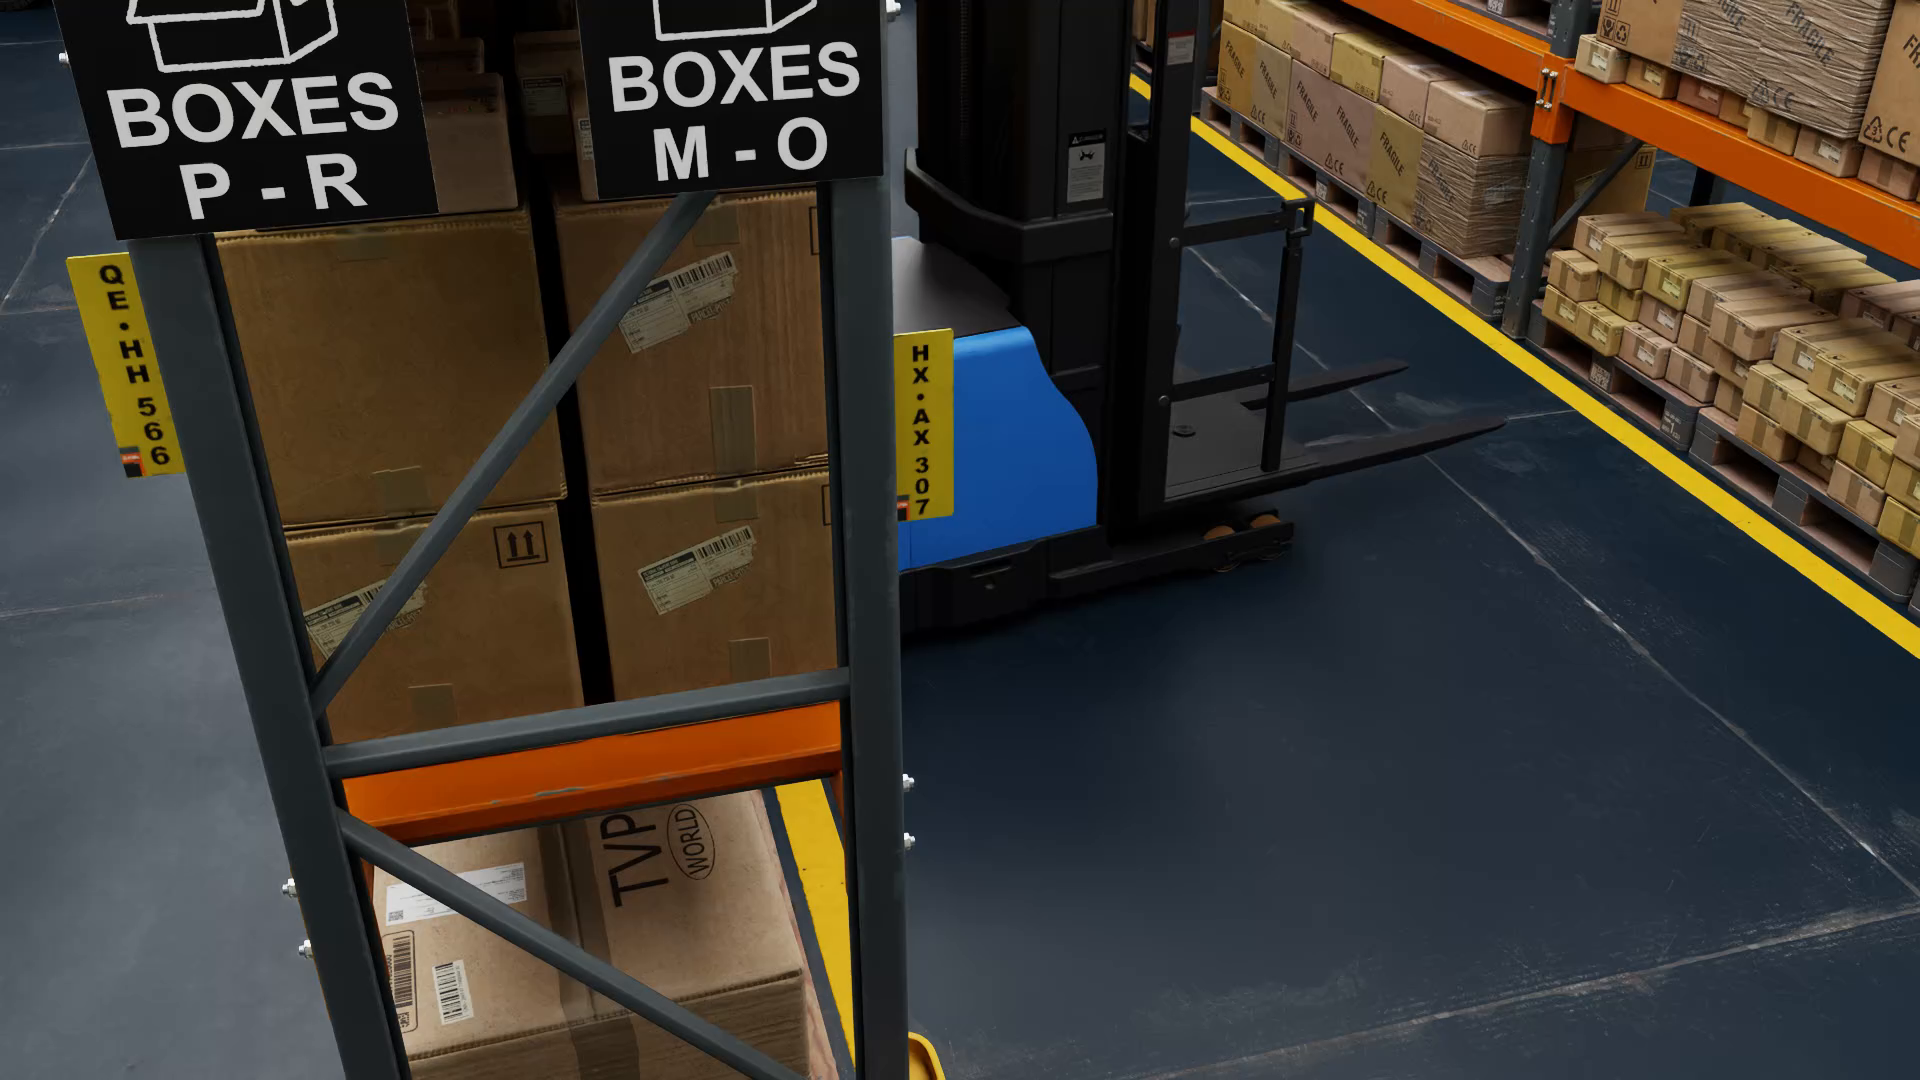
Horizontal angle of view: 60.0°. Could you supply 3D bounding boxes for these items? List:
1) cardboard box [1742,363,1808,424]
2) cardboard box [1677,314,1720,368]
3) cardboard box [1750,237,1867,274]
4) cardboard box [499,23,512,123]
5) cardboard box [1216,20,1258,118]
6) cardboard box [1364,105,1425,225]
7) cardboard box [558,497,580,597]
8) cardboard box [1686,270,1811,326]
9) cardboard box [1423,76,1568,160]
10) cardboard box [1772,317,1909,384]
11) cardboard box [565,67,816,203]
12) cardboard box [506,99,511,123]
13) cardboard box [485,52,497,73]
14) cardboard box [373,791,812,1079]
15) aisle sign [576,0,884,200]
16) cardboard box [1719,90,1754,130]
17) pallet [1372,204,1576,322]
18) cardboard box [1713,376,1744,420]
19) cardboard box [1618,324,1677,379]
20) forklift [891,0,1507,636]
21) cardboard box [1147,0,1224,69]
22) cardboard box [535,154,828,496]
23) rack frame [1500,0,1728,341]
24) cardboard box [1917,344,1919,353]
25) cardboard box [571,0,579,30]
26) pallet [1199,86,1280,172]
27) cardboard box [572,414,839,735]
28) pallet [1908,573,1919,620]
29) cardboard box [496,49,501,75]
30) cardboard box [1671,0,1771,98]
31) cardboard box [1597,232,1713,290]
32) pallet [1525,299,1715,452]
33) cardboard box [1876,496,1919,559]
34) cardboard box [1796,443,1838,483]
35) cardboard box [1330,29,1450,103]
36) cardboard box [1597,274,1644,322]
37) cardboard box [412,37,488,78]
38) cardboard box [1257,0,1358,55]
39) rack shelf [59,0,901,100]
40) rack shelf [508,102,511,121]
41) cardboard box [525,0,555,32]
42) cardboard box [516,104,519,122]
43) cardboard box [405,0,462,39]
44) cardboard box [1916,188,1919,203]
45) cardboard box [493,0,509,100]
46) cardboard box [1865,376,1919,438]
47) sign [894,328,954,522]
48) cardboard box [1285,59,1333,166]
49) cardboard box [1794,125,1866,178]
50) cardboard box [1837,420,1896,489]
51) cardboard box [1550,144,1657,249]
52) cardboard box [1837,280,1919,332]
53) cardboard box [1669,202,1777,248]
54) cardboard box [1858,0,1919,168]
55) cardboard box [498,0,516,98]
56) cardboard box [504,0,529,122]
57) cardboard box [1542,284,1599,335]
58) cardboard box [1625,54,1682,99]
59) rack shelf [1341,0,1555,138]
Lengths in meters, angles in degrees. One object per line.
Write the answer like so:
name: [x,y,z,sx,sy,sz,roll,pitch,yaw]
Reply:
cardboard box: [3.254,-0.574,6.377,0.380,0.149,0.250,-8,31,-14]
cardboard box: [3.198,-0.840,6.837,0.380,0.149,0.250,-9,31,-16]
cardboard box: [3.613,-1.166,7.103,0.380,0.149,0.250,-8,31,-14]
cardboard box: [-1.288,-1.481,5.715,0.500,0.500,0.500,-8,31,-13]
cardboard box: [1.968,-2.991,10.500,0.500,0.500,0.500,-9,31,-15]
cardboard box: [2.513,-2.007,8.799,0.500,0.500,0.500,-9,31,-14]
cardboard box: [-1.098,-0.182,3.470,0.500,0.500,0.500,-8,31,-14]
cardboard box: [3.202,-0.967,6.759,0.380,0.149,0.250,-9,31,-15]
cardboard box: [2.647,-2.086,8.187,0.500,0.250,0.500,-9,31,-15]
cardboard box: [3.342,-0.713,6.320,0.380,0.149,0.250,-9,31,-15]
cardboard box: [-0.423,-0.661,2.653,0.380,0.149,0.250,-7,31,-12]
cardboard box: [-2.020,-1.746,6.423,0.500,0.250,0.500,-9,31,-14]
cardboard box: [-1.120,-0.622,3.232,0.500,0.500,0.500,-8,31,-13]
cardboard box: [-0.867,0.925,3.795,0.875,0.438,0.875,-9,31,-15]
aisle sign: [-0.297,-0.825,2.086,0.394,0.787,0.004,-8,31,-13]
cardboard box: [3.176,-1.677,6.404,0.380,0.149,0.250,-9,31,-15]
pallet: [2.880,-1.504,8.638,1.003,0.211,1.213,-8,31,-13]
cardboard box: [3.282,-0.582,6.687,0.380,0.149,0.250,-9,31,-15]
cardboard box: [3.062,-0.823,7.104,0.380,0.149,0.250,-8,31,-14]
forklift: [0.665,-1.377,5.704,3.031,2.935,1.130,-13,33,-21]
cardboard box: [1.952,-3.781,11.615,1.050,0.750,0.750,-8,31,-14]
cardboard box: [-0.449,-0.442,2.921,0.500,0.500,0.500,-9,31,-14]
rack frame: [3.088,-2.335,7.290,1.000,3.000,0.127,-8,31,-13]
cardboard box: [3.811,-0.648,6.209,0.380,0.149,0.250,-8,31,-13]
cardboard box: [-0.520,-0.919,3.098,0.380,0.149,0.250,-7,31,-12]
pallet: [2.233,-2.683,10.674,1.003,0.211,1.213,-8,31,-13]
cardboard box: [-0.446,-0.009,3.172,0.500,0.500,0.500,-8,31,-14]
pallet: [3.948,0.370,5.400,1.003,0.211,1.213,-8,31,-13]
cardboard box: [-1.380,-1.104,4.066,0.500,0.500,0.500,-8,31,-14]
cardboard box: [3.115,-1.996,6.308,0.500,0.500,0.500,-8,31,-13]
cardboard box: [2.996,-1.206,7.171,0.380,0.149,0.250,-6,31,-11]
pallet: [3.301,-0.809,7.436,1.003,0.211,1.213,-8,31,-13]
cardboard box: [3.450,-0.060,5.786,0.380,0.149,0.250,-9,31,-15]
cardboard box: [3.402,-0.327,6.246,0.380,0.149,0.250,-7,31,-12]
cardboard box: [2.369,-2.589,9.056,0.500,0.250,0.500,-9,31,-15]
cardboard box: [3.030,-1.084,7.258,0.380,0.149,0.250,-8,31,-13]
cardboard box: [-0.975,-0.719,2.753,0.380,0.149,0.250,-7,31,-12]
cardboard box: [2.111,-3.081,9.907,0.500,0.250,0.500,-8,31,-14]
rack shelf: [-1.127,-1.649,3.828,1.077,0.370,4.000,-8,31,-13]
rack shelf: [-2.188,-2.283,7.918,1.077,0.370,4.000,-8,31,-13]
cardboard box: [-0.728,-1.164,3.521,0.380,0.149,0.250,-8,31,-13]
cardboard box: [-0.998,-0.993,4.871,0.500,0.500,0.500,-8,31,-14]
cardboard box: [-1.151,-0.960,3.168,0.380,0.149,0.250,-7,31,-12]
cardboard box: [3.448,-1.174,5.535,0.380,0.149,0.250,-7,31,-12]
cardboard box: [-1.637,-1.597,4.917,0.500,0.500,0.500,-8,31,-14]
cardboard box: [3.467,-0.466,5.893,0.380,0.149,0.250,-9,31,-15]
sign: [-0.059,-0.176,2.617,0.100,0.325,0.005,-8,31,-13]
cardboard box: [2.246,-2.502,9.654,0.500,0.500,0.500,-9,31,-15]
cardboard box: [3.244,-1.416,5.954,0.380,0.149,0.250,-7,31,-11]
cardboard box: [3.395,-0.322,5.942,0.380,0.149,0.250,-6,31,-11]
cardboard box: [3.148,-1.827,8.489,0.500,0.500,0.500,-7,31,-11]
cardboard box: [3.767,-0.912,6.663,0.380,0.149,0.250,-9,31,-16]
cardboard box: [3.434,-1.403,7.513,0.380,0.149,0.250,-7,31,-12]
cardboard box: [3.385,-1.493,5.439,0.500,0.500,0.500,-6,31,-11]
cardboard box: [-1.139,-1.667,5.037,0.500,0.500,0.500,-8,31,-14]
cardboard box: [-0.737,-0.938,3.779,0.500,0.500,0.500,-8,31,-14]
cardboard box: [2.875,-1.064,7.521,0.380,0.149,0.250,-9,31,-15]
cardboard box: [2.988,-1.931,6.843,0.380,0.149,0.250,-7,31,-12]
rack shelf: [2.557,-2.990,9.139,1.077,0.370,4.000,-8,31,-13]
